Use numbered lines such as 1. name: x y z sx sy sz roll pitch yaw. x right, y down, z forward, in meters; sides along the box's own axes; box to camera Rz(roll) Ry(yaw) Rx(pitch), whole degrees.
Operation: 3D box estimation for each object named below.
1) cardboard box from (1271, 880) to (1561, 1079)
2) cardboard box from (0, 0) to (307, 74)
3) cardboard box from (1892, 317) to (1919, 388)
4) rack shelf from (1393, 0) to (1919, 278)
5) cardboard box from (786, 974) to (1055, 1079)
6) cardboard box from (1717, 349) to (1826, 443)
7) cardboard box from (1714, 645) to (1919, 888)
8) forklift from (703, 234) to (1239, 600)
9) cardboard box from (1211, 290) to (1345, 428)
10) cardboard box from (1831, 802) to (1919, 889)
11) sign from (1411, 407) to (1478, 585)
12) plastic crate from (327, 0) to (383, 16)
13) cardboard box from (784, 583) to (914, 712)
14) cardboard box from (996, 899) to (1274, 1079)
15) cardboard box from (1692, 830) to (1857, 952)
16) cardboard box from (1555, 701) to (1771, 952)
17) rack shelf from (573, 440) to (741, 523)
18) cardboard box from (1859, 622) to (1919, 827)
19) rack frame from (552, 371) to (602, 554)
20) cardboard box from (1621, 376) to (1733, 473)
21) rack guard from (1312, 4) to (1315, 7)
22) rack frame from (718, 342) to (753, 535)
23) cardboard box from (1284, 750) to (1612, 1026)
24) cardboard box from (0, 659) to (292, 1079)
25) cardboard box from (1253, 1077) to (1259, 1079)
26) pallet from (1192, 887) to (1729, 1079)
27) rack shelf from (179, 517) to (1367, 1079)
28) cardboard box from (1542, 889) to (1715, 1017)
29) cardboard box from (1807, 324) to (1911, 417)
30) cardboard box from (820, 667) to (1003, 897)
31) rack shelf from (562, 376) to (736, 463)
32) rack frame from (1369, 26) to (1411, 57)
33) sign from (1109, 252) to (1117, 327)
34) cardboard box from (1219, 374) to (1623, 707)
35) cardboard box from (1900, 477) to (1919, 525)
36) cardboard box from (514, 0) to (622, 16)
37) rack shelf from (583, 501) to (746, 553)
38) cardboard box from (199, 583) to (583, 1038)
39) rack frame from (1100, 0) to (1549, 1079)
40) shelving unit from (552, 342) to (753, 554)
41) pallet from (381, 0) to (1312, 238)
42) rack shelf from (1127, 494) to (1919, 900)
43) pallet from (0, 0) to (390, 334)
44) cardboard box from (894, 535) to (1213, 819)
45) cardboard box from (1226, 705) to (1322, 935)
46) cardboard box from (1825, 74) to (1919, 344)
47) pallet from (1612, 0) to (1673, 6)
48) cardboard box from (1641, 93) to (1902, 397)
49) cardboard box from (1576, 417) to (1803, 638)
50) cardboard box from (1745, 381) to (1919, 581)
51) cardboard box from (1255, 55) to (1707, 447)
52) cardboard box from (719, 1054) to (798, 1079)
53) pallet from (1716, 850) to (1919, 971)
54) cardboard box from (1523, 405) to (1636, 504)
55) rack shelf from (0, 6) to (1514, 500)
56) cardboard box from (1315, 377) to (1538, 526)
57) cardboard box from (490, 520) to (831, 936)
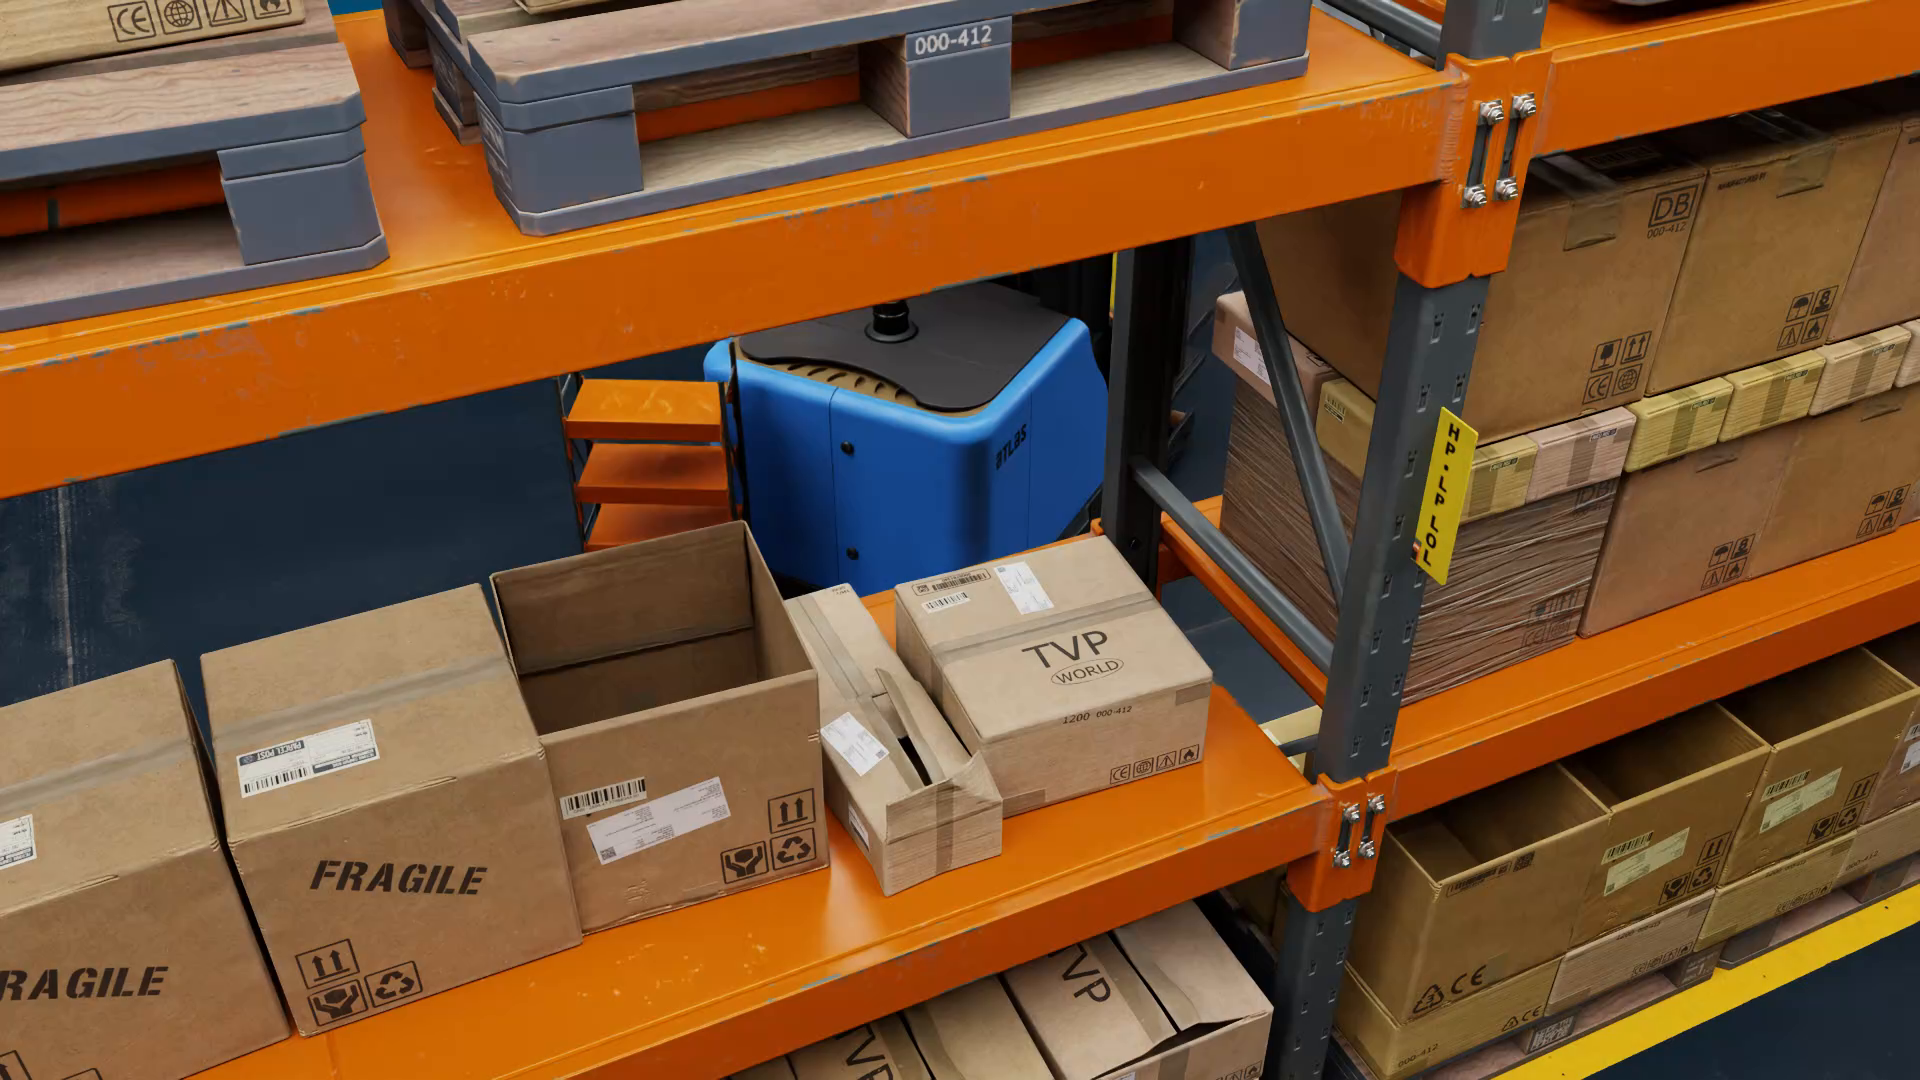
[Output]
1. cardboard box: 1.158 1.050 4.272 0.500 0.250 0.500 -16 39 -20
2. cardboard box: -1.148 -0.794 2.058 0.500 0.250 0.500 -19 41 -24
3. cardboard box: 2.100 -0.524 3.811 0.250 0.149 0.380 -17 40 -21
4. rack shelf: 2.420 -1.354 3.643 4.000 0.370 1.077 -16 39 -20
5. cardboard box: -0.104 1.171 3.638 0.500 0.311 0.500 -15 39 -19
6. cardboard box: 1.632 -0.393 3.633 0.250 0.149 0.380 -16 39 -20
7. cardboard box: 2.067 0.501 4.383 0.500 0.500 0.500 -16 39 -20
8. forklift: 0.295 -1.546 5.874 1.130 2.935 3.031 17 40 22
9. cardboard box: 0.764 -0.417 3.666 0.250 0.149 0.380 -16 39 -20
10. cardboard box: 2.518 0.673 4.781 0.500 0.250 0.500 -16 39 -20
11. sign: 0.849 -0.075 2.927 0.005 0.325 0.100 -16 39 -20
12. plastic crate: -2.358 -2.150 6.645 0.575 0.384 0.392 -16 39 -20
13. cardboard box: -0.280 0.283 3.561 0.250 0.149 0.380 -16 39 -20
14. cardboard box: 0.364 1.036 3.820 0.500 0.311 0.500 -16 39 -20
15. cardboard box: 2.067 0.803 4.606 0.500 0.250 0.500 -16 39 -20
16. cardboard box: 1.611 0.623 4.218 0.500 0.500 0.500 -16 39 -20
17. rack shelf: -0.939 -0.180 5.223 0.480 0.148 0.258 1 37 2
18. cardboard box: 2.519 0.373 4.555 0.500 0.500 0.500 -16 39 -20
19. rack frame: -1.183 -0.061 5.324 0.015 1.200 0.240 1 37 2
20. cardboard box: 1.395 -0.326 3.543 0.250 0.149 0.380 -17 40 -21
21. rack guard: 2.080 -2.568 9.292 0.348 0.500 1.175 -16 39 -20
22. rack frame: -0.695 -0.049 5.308 0.015 1.200 0.240 1 37 2
23. cardboard box: 1.162 0.754 4.041 0.500 0.500 0.500 -16 39 -20
24. cardboard box: -1.500 0.607 2.830 0.500 0.500 0.500 -18 40 -22
25. cardboard box: 0.357 1.265 3.982 0.500 0.250 0.500 -16 39 -20
26. pallet: 1.347 1.010 4.712 1.213 0.211 1.003 -16 39 -20
27. rack shelf: -1.201 0.863 3.172 4.000 0.370 1.077 -16 39 -20
28. cardboard box: 1.613 0.926 4.439 0.500 0.250 0.500 -16 39 -20
29. cardboard box: 1.859 -0.455 3.717 0.250 0.149 0.380 -17 40 -21
30. cardboard box: -0.109 0.444 3.246 0.258 0.266 0.396 -17 40 -21
31. rack shelf: -0.939 -0.370 5.082 0.480 0.148 0.258 1 37 2
32. rack frame: 2.129 -3.616 8.608 0.127 3.000 1.000 -16 39 -20
33. sign: 0.372 -0.610 3.762 0.005 0.325 0.100 -16 39 -20
34. cardboard box: 1.008 -0.088 3.766 0.500 0.500 0.700 -17 40 -21
35. cardboard box: 2.402 -0.480 4.295 0.500 0.500 0.700 -14 39 -19
36. cardboard box: -0.449 -0.954 2.273 0.500 0.250 0.500 -20 41 -24
37. rack shelf: -0.939 -0.001 5.356 0.480 0.148 0.258 1 37 2
38. cardboard box: -1.023 0.474 3.009 0.500 0.500 0.500 -16 39 -20
39. rack frame: 0.609 0.068 3.640 0.127 3.000 1.000 -16 39 -20
40. shelving unit: -0.939 -0.055 5.316 0.503 1.200 0.258 1 37 2
41. pallet: -0.184 -0.829 2.493 1.217 0.209 0.805 -17 40 -22
42. rack shelf: 2.420 -0.149 4.537 4.000 0.370 1.077 -16 39 -20
43. pallet: -1.424 -0.553 2.118 1.213 0.211 1.003 -14 39 -18
44. cardboard box: 0.182 0.277 3.485 0.500 0.250 0.500 -13 39 -17
45. cardboard box: 0.936 0.769 4.651 0.500 0.250 0.500 -16 39 -20
46. cardboard box: 1.919 -0.864 3.724 0.500 0.500 0.700 -16 39 -20
47. pallet: 1.370 -1.331 3.083 1.213 0.211 1.003 -16 39 -20
48. cardboard box: 1.465 -0.737 3.553 0.500 0.500 0.700 -16 39 -20
49. cardboard box: 1.483 -0.225 3.951 0.500 0.500 0.700 -16 39 -20
50. cardboard box: 1.939 -0.349 4.119 0.500 0.500 0.700 -15 39 -19
51. cardboard box: 1.008 -0.609 3.380 0.500 0.500 0.700 -15 39 -20
52. cardboard box: -0.557 1.296 3.470 0.500 0.311 0.500 -16 39 -20
53. pallet: 2.453 0.698 5.131 1.213 0.211 1.003 -16 39 -20
54. cardboard box: 1.162 -0.260 3.454 0.250 0.149 0.380 -15 39 -19
55. rack shelf: -1.201 -0.341 2.278 4.000 0.370 1.077 -16 39 -20
56. cardboard box: 0.935 -0.196 3.368 0.250 0.149 0.380 -16 39 -20
57. cardboard box: -0.570 0.347 3.180 0.500 0.500 0.500 -13 38 -17
